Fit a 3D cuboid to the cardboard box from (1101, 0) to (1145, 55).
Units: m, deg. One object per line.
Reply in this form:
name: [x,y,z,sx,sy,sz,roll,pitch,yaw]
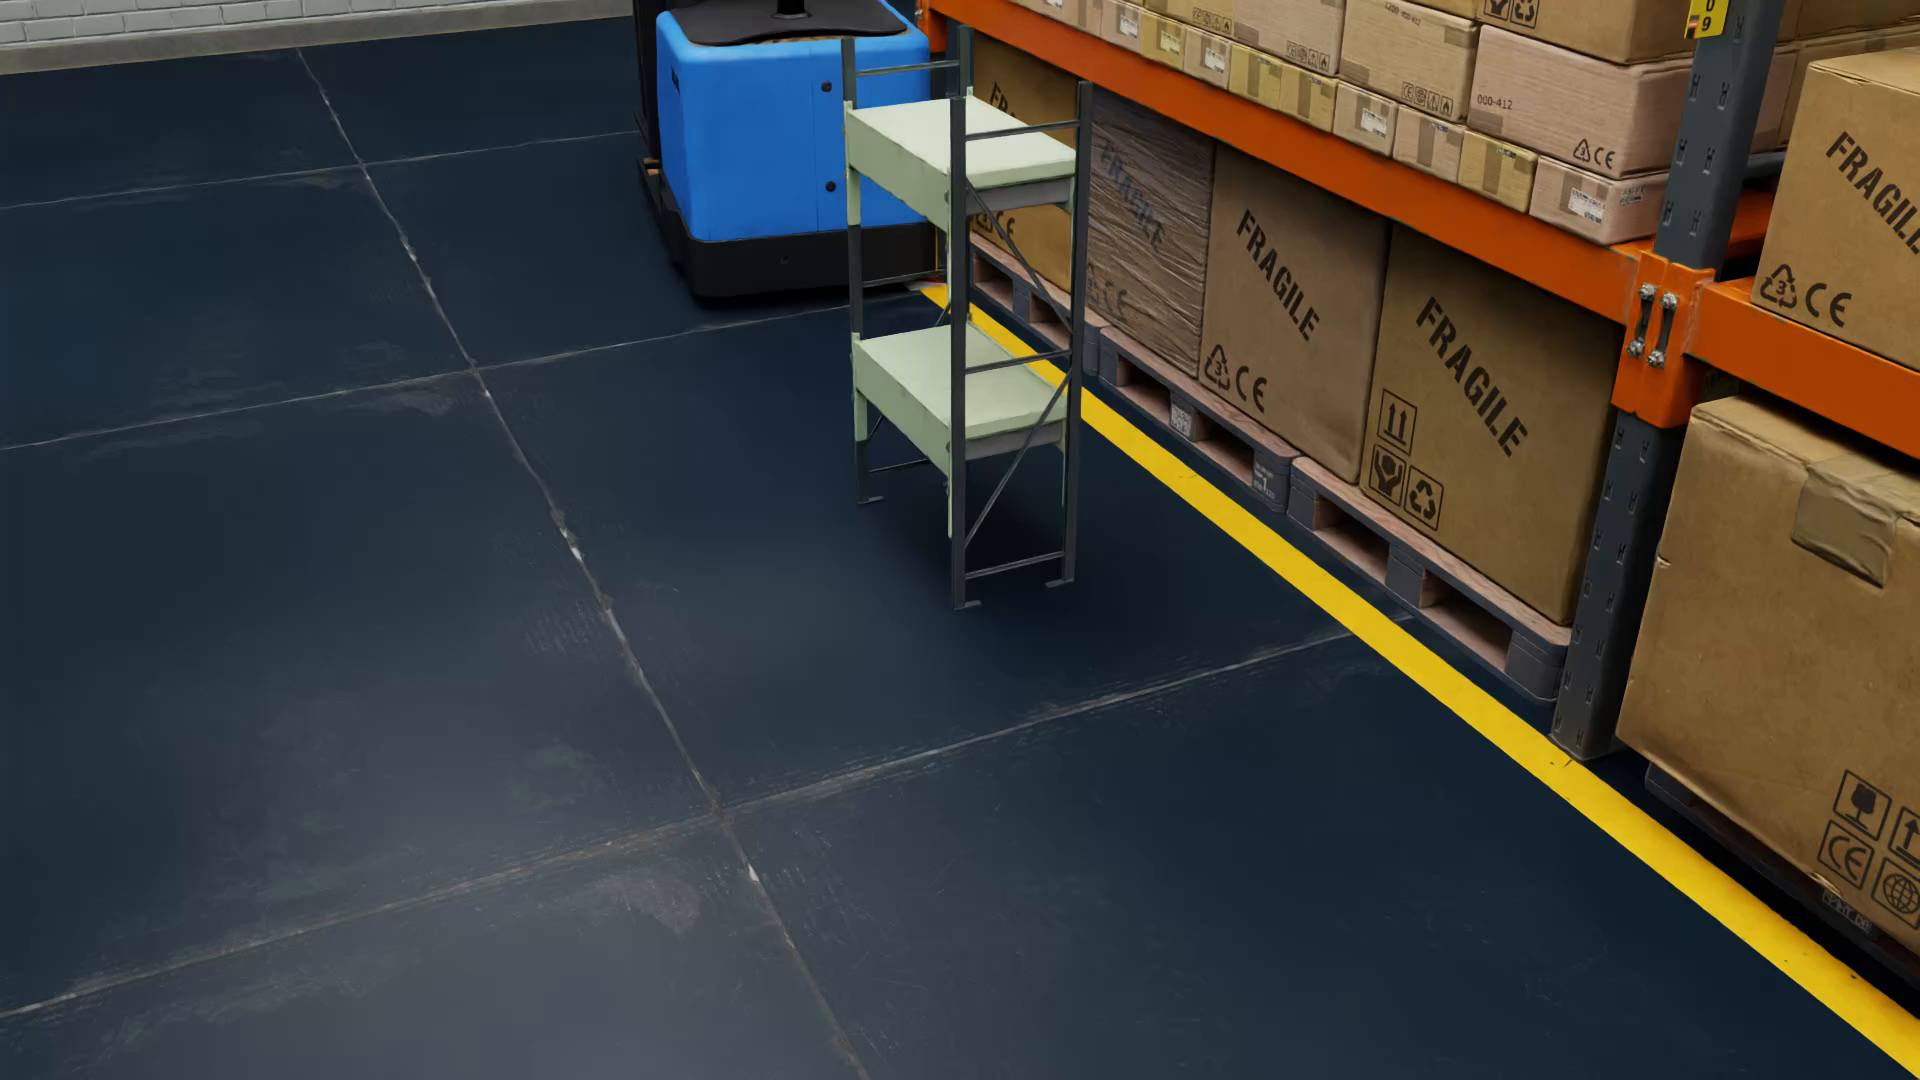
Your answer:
cardboard box: [0.696,-1.730,5.526,0.380,0.149,0.250,-13,32,-23]

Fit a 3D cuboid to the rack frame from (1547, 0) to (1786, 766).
rack frame: [2.005,-0.867,3.729,1.000,3.000,0.127,-13,32,-22]

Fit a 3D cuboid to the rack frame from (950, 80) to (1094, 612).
rack frame: [0.160,-0.490,4.590,0.400,1.500,0.023,-13,32,-22]

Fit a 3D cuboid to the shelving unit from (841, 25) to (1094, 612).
shelving unit: [0.003,-0.651,4.878,0.431,1.500,0.755,-13,32,-22]

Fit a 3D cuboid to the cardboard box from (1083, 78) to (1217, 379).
cardboard box: [1.026,-1.222,6.106,0.875,0.875,0.875,-13,32,-22]

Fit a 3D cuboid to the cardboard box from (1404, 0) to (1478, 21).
cardboard box: [1.355,-1.627,4.167,0.500,0.500,0.500,-13,32,-21]

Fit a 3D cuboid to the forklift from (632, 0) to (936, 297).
forklift: [-0.999,-2.992,7.588,1.130,2.935,3.031,-8,30,-14]

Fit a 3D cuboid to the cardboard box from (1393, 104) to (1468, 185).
cardboard box: [1.358,-1.050,4.313,0.380,0.149,0.250,-14,32,-23]

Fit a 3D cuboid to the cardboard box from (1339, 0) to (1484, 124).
cardboard box: [1.354,-1.299,4.349,0.500,0.250,0.500,-12,31,-20]

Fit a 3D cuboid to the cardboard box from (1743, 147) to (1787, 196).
cardboard box: [2.178,-0.958,4.148,0.380,0.149,0.250,-13,32,-22]

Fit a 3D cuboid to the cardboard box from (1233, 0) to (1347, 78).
cardboard box: [1.135,-1.524,4.751,0.500,0.250,0.500,-12,32,-21]

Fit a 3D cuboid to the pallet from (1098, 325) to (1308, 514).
pallet: [1.222,-0.542,6.001,1.003,0.211,1.213,-13,32,-22]

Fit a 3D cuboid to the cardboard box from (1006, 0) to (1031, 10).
cardboard box: [0.364,-2.072,6.135,0.380,0.149,0.250,-14,32,-23]

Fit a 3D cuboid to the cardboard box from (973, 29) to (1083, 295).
cardboard box: [0.635,-1.624,6.822,0.875,0.875,0.875,-13,32,-22]

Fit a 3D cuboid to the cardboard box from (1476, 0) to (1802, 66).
cardboard box: [1.566,-1.405,3.771,0.500,0.500,0.500,-12,31,-21]

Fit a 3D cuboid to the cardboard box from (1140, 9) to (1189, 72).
cardboard box: [0.804,-1.619,5.327,0.380,0.149,0.250,-14,32,-23]

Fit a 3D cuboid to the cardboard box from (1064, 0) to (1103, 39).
cardboard box: [0.585,-1.844,5.729,0.380,0.149,0.250,-14,32,-23]

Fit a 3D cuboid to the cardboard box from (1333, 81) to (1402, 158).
cardboard box: [1.247,-1.164,4.515,0.380,0.149,0.250,-12,32,-21]

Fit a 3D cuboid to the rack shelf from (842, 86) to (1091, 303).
rack shelf: [0.003,-0.992,4.687,0.431,0.370,0.720,-13,32,-22]

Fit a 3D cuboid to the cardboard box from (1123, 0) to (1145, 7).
cardboard box: [0.692,-1.978,5.560,0.500,0.250,0.500,-14,32,-24]

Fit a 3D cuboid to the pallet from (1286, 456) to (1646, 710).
pallet: [1.749,-0.003,5.039,1.003,0.211,1.213,-13,32,-22]

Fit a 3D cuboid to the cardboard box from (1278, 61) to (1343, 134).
cardboard box: [1.136,-1.277,4.718,0.380,0.149,0.250,-12,32,-21]

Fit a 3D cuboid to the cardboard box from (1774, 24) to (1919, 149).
cardboard box: [2.040,-1.193,4.161,0.500,0.250,0.500,-14,32,-23]

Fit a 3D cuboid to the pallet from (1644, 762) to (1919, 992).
pallet: [2.404,0.675,3.831,1.003,0.211,1.213,-13,32,-22]

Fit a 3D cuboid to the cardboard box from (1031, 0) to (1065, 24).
cardboard box: [0.477,-1.957,5.930,0.380,0.149,0.250,-14,32,-23]

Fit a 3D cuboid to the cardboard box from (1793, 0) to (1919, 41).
cardboard box: [2.030,-1.523,3.982,0.500,0.500,0.500,-13,32,-22]

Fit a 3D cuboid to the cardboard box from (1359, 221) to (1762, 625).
cardboard box: [1.794,-0.431,4.695,0.875,0.875,0.875,-13,32,-22]

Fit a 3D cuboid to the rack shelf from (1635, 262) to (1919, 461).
rack shelf: [2.864,0.331,2.329,1.077,0.370,4.000,-13,32,-22]

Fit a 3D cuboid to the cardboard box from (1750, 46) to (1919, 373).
cardboard box: [1.977,-0.655,3.248,0.500,0.500,0.500,-13,32,-22]

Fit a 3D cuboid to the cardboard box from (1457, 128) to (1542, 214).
cardboard box: [1.467,-0.937,4.111,0.380,0.149,0.250,-12,32,-21]

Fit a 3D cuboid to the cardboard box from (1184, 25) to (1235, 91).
cardboard box: [0.918,-1.503,5.121,0.380,0.149,0.250,-13,32,-21]

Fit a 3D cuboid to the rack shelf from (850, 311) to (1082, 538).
rack shelf: [0.003,-0.367,5.037,0.431,0.370,0.720,-13,32,-22]

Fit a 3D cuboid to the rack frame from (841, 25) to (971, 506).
rack frame: [-0.154,-0.813,5.166,0.400,1.500,0.023,-13,32,-22]

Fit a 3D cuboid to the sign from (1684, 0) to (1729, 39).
sign: [1.504,-1.162,3.289,0.100,0.325,0.005,-13,32,-22]

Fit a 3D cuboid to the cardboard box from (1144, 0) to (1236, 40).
cardboard box: [0.920,-1.749,5.151,0.500,0.250,0.500,-14,32,-23]

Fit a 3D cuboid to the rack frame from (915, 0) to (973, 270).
rack frame: [0.288,-2.634,6.880,1.000,3.000,0.127,-13,32,-22]

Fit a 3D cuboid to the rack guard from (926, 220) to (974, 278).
rack guard: [0.278,-1.554,7.510,1.175,0.500,0.348,-13,32,-22]

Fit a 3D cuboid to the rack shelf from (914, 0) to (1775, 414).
rack shelf: [1.146,-1.436,5.480,1.077,0.370,4.000,-13,32,-22]

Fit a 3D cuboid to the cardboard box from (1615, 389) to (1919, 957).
cardboard box: [2.298,0.155,3.649,1.225,0.875,0.875,-13,32,-22]

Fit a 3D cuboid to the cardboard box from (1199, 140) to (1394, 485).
cardboard box: [1.408,-0.829,5.404,0.875,0.875,0.875,-13,32,-22]

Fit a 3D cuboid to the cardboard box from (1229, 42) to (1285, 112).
cardboard box: [1.026,-1.391,4.920,0.380,0.149,0.250,-14,32,-23]

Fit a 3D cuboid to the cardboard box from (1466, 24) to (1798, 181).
cardboard box: [1.578,-1.071,3.942,0.500,0.250,0.500,-14,32,-23]

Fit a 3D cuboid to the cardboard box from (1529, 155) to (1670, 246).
cardboard box: [1.578,-0.823,3.908,0.380,0.149,0.250,-13,32,-22]

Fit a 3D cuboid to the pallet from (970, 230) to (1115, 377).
pallet: [0.702,-1.080,6.961,1.003,0.211,1.213,-13,32,-22]
